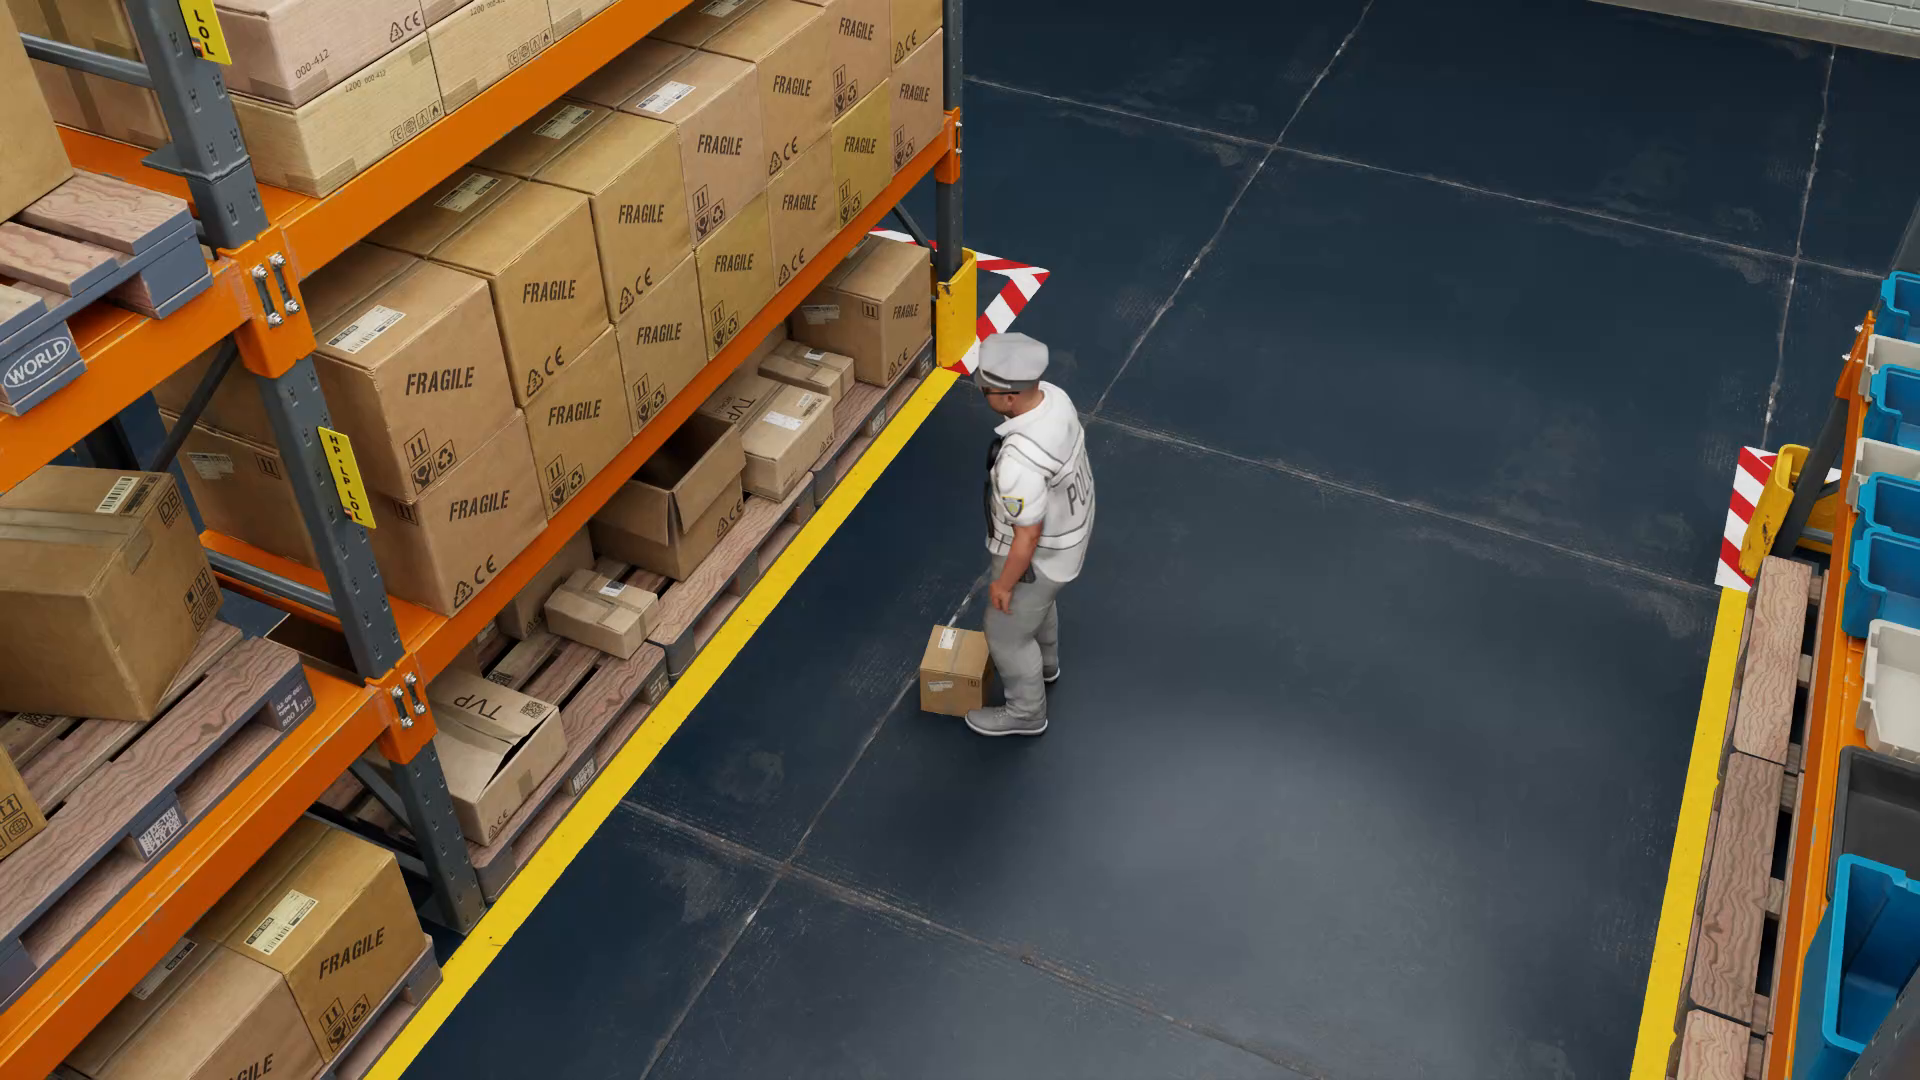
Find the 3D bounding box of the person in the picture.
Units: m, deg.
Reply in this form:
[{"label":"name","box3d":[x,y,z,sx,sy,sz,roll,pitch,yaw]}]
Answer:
[{"label":"person","box3d":[0.262,0.008,6.145,0.439,1.747,0.585,10,43,11]}]
